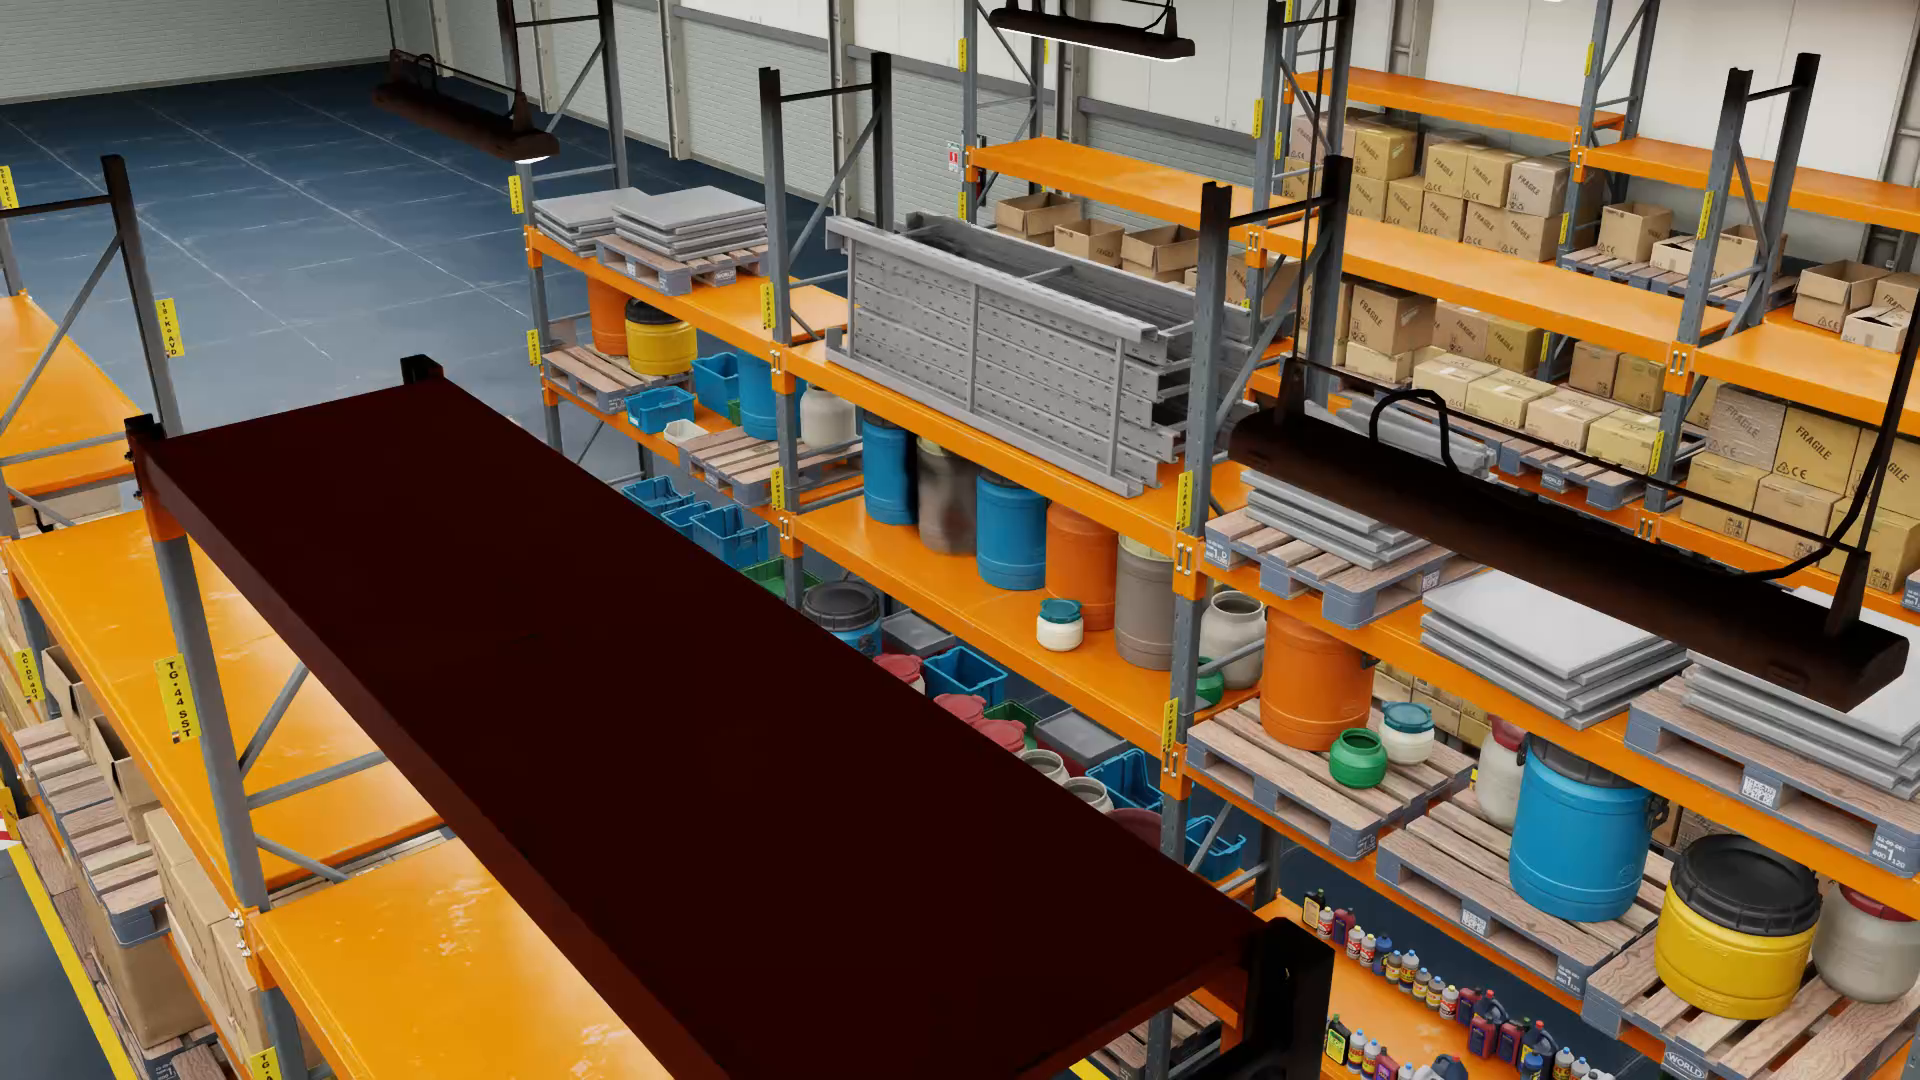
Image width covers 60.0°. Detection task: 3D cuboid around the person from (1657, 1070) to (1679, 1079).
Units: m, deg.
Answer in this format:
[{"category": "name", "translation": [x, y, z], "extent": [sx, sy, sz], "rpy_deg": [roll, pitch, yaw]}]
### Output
[{"category": "person", "translation": [4.473, 3.118, 9.918], "extent": [0.659, 1.722, 0.863], "rpy_deg": [-20, 32, -35]}]
